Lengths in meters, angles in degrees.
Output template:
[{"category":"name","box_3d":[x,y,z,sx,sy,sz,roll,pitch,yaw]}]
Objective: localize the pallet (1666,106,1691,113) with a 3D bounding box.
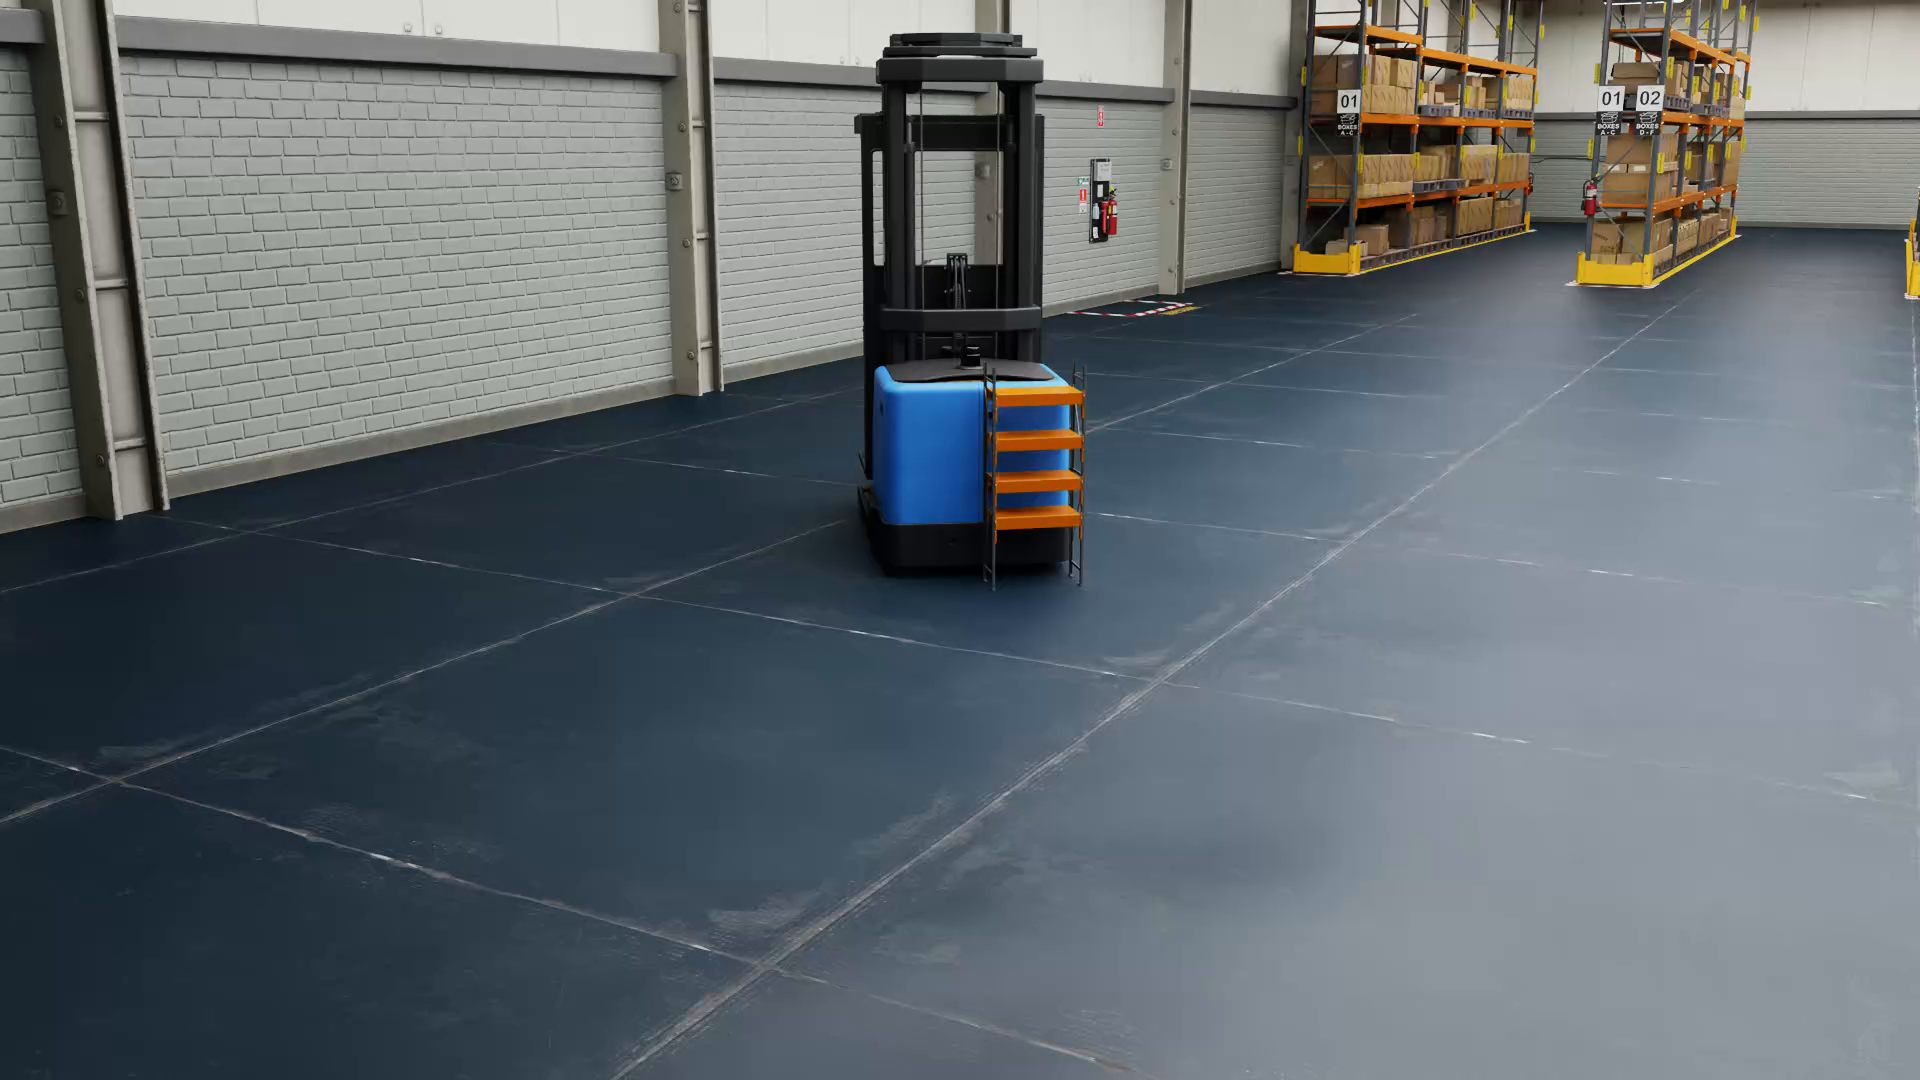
[{"category":"pallet","box_3d":[13.311,-8.131,31.366,0.805,0.209,1.217,7,15,26]}]

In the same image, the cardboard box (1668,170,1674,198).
[{"category":"cardboard box","box_3d":[12.687,-6.540,30.547,0.700,0.500,0.500,7,15,27]}]

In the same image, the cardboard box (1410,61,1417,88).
[{"category":"cardboard box","box_3d":[8.553,-9.013,32.227,0.500,0.500,0.500,6,15,23]}]

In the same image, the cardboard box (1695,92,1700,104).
[{"category":"cardboard box","box_3d":[14.422,-8.784,33.093,0.500,0.250,0.500,8,16,30]}]

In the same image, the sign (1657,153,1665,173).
[{"category":"sign","box_3d":[11.446,-6.157,27.158,0.100,0.325,0.005,7,15,28]}]

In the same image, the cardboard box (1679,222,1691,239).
[{"category":"cardboard box","box_3d":[14.056,-6.095,32.690,0.500,0.311,0.500,8,16,30]}]

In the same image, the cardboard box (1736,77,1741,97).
[{"category":"cardboard box","box_3d":[18.463,-10.931,40.226,0.700,0.500,0.500,7,15,28]}]

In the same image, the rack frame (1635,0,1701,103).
[{"category":"rack frame","box_3d":[12.896,-9.499,30.236,1.000,3.000,0.127,7,15,28]}]

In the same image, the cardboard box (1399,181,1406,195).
[{"category":"cardboard box","box_3d":[8.346,-6.847,32.313,0.500,0.250,0.500,7,15,28]}]

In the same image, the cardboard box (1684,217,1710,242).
[{"category":"cardboard box","box_3d":[15.795,-6.674,35.710,0.500,0.500,0.500,7,15,27]}]

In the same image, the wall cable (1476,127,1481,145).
[{"category":"wall cable","box_3d":[14.150,-10.469,44.891,0.084,1.984,1.851,7,15,28]}]

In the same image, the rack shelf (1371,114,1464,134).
[{"category":"rack shelf","box_3d":[9.525,-8.662,34.699,1.077,0.370,4.000,7,15,28]}]

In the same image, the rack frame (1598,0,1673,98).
[{"category":"rack frame","box_3d":[10.963,-8.679,26.832,1.000,3.000,0.127,7,15,28]}]

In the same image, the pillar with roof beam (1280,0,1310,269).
[{"category":"pillar with roof beam","box_3d":[9.974,-8.993,28.136,9.100,9.000,0.400,7,15,28]}]

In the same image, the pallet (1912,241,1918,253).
[{"category":"pallet","box_3d":[20.689,-6.153,35.106,1.003,0.211,1.213,7,15,28]}]

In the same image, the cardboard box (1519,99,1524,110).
[{"category":"cardboard box","box_3d":[13.740,-10.849,41.444,0.500,0.250,0.500,7,15,26]}]

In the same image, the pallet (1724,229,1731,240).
[{"category":"pallet","box_3d":[18.276,-7.510,40.734,1.003,0.211,1.213,7,15,28]}]

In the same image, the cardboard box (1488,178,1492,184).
[{"category":"cardboard box","box_3d":[12.409,-8.516,39.452,0.380,0.149,0.250,8,16,29]}]

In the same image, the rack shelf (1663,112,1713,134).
[{"category":"rack shelf","box_3d":[13.863,-8.102,32.374,1.077,0.370,4.000,7,15,28]}]

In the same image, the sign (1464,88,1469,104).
[{"category":"sign","box_3d":[10.966,-9.612,35.999,0.100,0.325,0.005,7,15,28]}]

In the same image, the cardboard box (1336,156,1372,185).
[{"category":"cardboard box","box_3d":[7.118,-6.688,30.052,0.500,0.500,0.500,7,15,28]}]

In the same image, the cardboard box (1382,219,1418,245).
[{"category":"cardboard box","box_3d":[9.105,-6.407,34.603,0.700,0.500,0.500,7,15,27]}]

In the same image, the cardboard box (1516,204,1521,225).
[{"category":"cardboard box","box_3d":[14.108,-8.439,43.077,0.700,0.500,0.500,7,15,28]}]

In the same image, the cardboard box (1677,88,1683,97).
[{"category":"cardboard box","box_3d":[12.553,-7.913,29.396,0.380,0.149,0.250,7,15,28]}]

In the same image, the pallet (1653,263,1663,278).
[{"category":"pallet","box_3d":[11.887,-4.818,29.566,1.003,0.211,1.213,7,15,28]}]

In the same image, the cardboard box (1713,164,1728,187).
[{"category":"cardboard box","box_3d":[17.249,-8.347,38.041,0.500,0.500,0.500,8,16,30]}]

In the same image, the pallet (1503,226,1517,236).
[{"category":"pallet","box_3d":[13.450,-7.827,42.051,1.003,0.211,1.213,7,15,28]}]

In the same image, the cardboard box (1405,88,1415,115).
[{"category":"cardboard box","box_3d":[8.529,-8.528,32.350,0.500,0.500,0.500,8,16,30]}]

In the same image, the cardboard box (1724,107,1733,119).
[{"category":"cardboard box","box_3d":[17.215,-9.681,37.710,0.500,0.250,0.500,7,15,28]}]

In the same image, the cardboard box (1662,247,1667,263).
[{"category":"cardboard box","box_3d":[12.384,-5.125,29.861,0.500,0.250,0.500,7,15,28]}]

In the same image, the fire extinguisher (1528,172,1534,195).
[{"category":"fire extinguisher","box_3d":[14.836,-9.365,43.440,0.296,0.674,0.183,7,15,28]}]

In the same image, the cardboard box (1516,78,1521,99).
[{"category":"cardboard box","box_3d":[13.493,-11.110,40.927,0.500,0.500,0.500,7,15,28]}]

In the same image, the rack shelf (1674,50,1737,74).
[{"category":"rack shelf","box_3d":[15.797,-10.186,35.473,1.077,0.370,4.000,7,15,28]}]

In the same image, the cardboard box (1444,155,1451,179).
[{"category":"cardboard box","box_3d":[10.273,-8.129,36.200,0.700,0.500,0.500,5,15,21]}]

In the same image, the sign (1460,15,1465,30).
[{"category":"sign","box_3d":[11.952,-12.300,39.522,0.100,0.325,0.005,7,15,28]}]

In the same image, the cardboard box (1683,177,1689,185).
[{"category":"cardboard box","box_3d":[14.616,-7.291,34.064,0.500,0.311,0.500,9,16,32]}]

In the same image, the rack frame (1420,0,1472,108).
[{"category":"rack frame","box_3d":[10.492,-10.880,35.965,1.000,3.000,0.127,7,15,28]}]

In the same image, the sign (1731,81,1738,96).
[{"category":"sign","box_3d":[17.251,-10.063,37.031,0.100,0.325,0.005,7,15,28]}]

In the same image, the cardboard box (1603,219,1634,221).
[{"category":"cardboard box","box_3d":[11.675,-5.447,29.599,0.500,0.500,0.500,7,15,28]}]

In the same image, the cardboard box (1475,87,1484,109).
[{"category":"cardboard box","box_3d":[11.692,-10.216,38.456,0.700,0.500,0.500,7,15,27]}]

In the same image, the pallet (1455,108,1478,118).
[{"category":"pallet","box_3d":[10.757,-9.469,36.911,1.213,0.211,1.003,8,16,31]}]

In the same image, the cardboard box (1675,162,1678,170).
[{"category":"cardboard box","box_3d":[12.952,-6.867,30.519,0.380,0.149,0.250,7,15,28]}]

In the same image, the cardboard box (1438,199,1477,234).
[{"category":"cardboard box","box_3d":[11.391,-7.438,38.177,0.750,0.750,0.750,7,15,28]}]

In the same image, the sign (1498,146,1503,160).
[{"category":"sign","box_3d":[12.905,-9.250,39.699,0.100,0.325,0.005,7,15,28]}]

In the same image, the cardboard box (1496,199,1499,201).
[{"category":"cardboard box","box_3d":[13.506,-8.595,42.340,0.380,0.149,0.250,8,16,29]}]

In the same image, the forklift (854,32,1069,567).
[{"category":"forklift","box_3d":[-0.073,-1.570,10.292,1.130,2.935,3.031,-2,14,-7]}]

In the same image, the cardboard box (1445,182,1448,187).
[{"category":"cardboard box","box_3d":[10.854,-7.893,36.866,0.380,0.149,0.250,7,15,27]}]

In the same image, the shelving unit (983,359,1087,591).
[{"category":"shelving unit","box_3d":[0.395,-0.350,8.924,0.503,1.200,0.258,-3,14,-11]}]

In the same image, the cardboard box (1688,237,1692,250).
[{"category":"cardboard box","box_3d":[14.297,-5.926,33.187,0.500,0.250,0.500,8,16,29]}]

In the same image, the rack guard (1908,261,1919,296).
[{"category":"rack guard","box_3d":[15.293,-4.006,25.584,1.175,0.500,0.348,7,15,28]}]

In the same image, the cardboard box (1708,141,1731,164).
[{"category":"cardboard box","box_3d":[17.238,-8.824,37.887,0.500,0.500,0.500,8,16,29]}]

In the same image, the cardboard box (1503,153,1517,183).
[{"category":"cardboard box","box_3d":[13.403,-9.339,41.733,0.980,0.700,0.700,7,15,25]}]

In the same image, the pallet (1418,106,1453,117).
[{"category":"pallet","box_3d":[9.449,-8.838,34.294,1.213,0.211,1.003,7,15,28]}]
